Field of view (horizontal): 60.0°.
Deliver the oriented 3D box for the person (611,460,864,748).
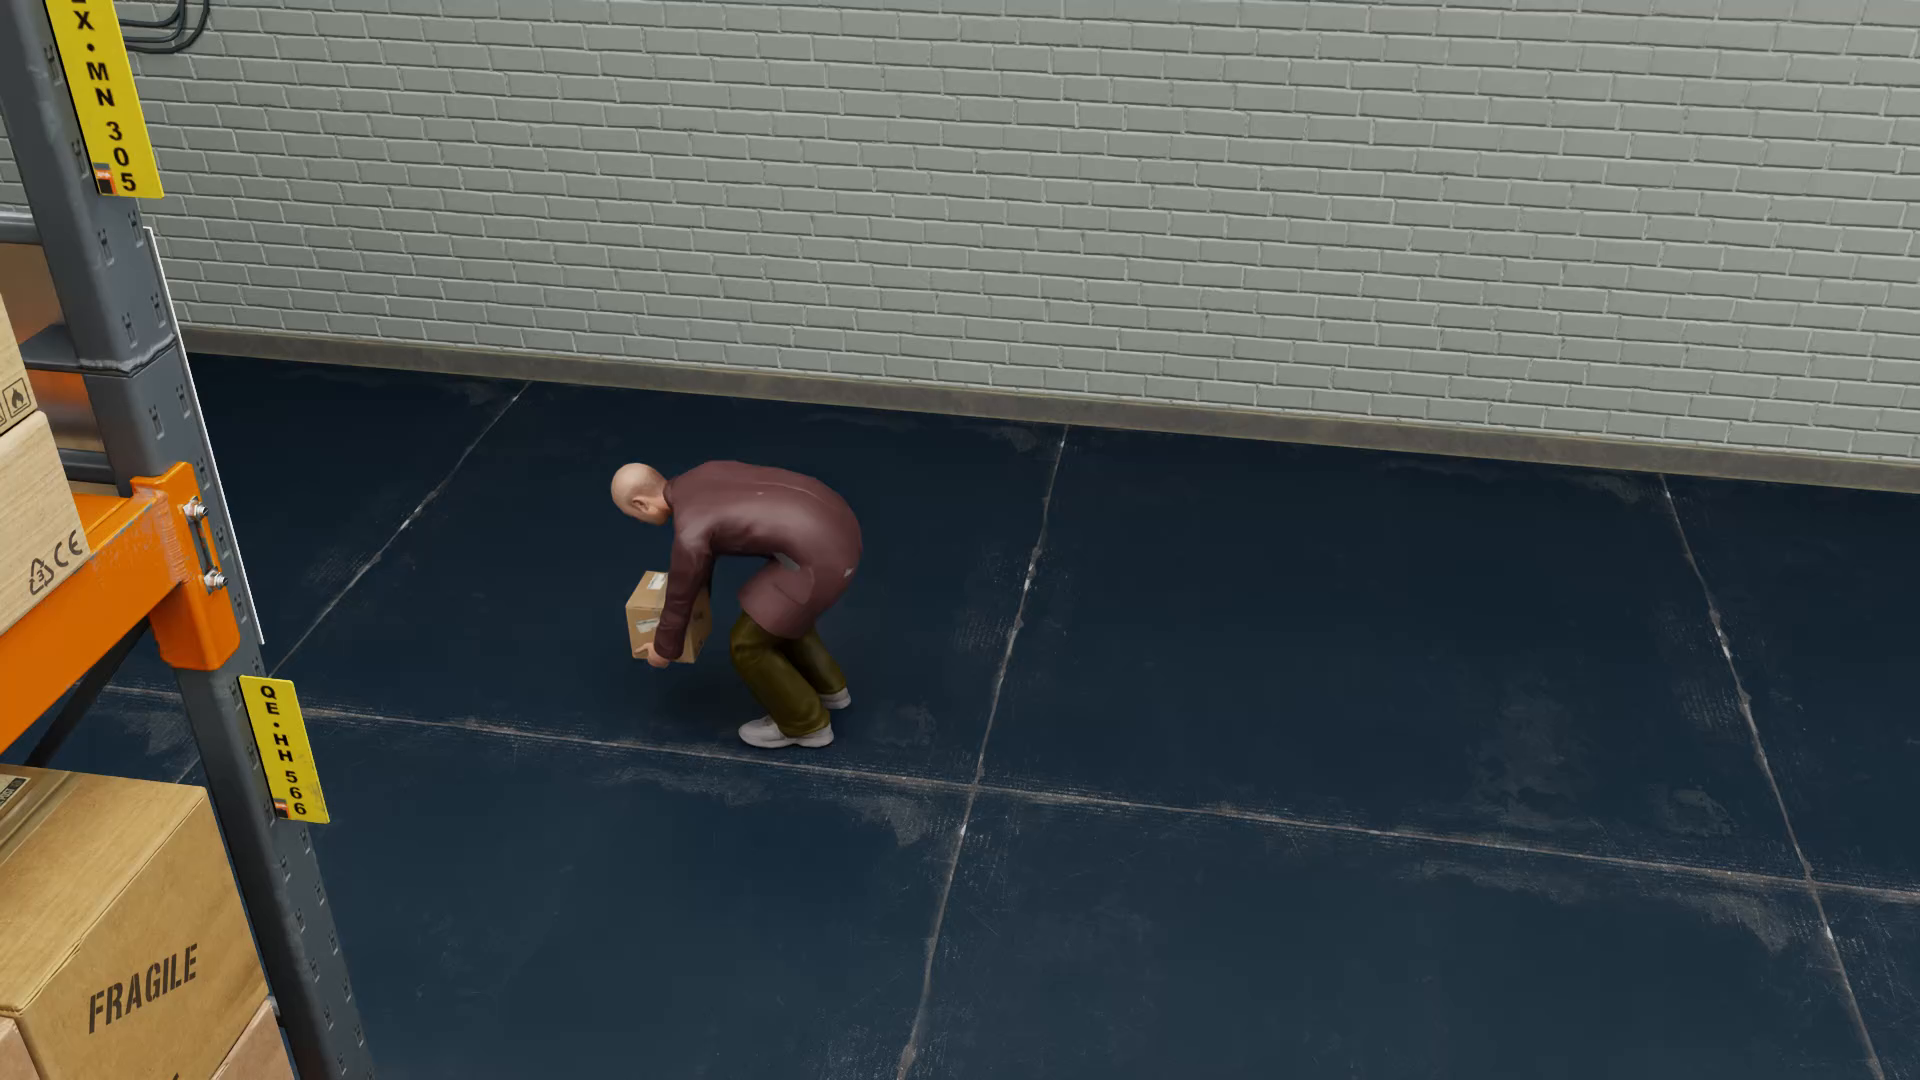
[{"bbox_3d":[-0.836,0.224,6.395,0.928,1.138,0.586,4,32,6],"label":"person"}]
